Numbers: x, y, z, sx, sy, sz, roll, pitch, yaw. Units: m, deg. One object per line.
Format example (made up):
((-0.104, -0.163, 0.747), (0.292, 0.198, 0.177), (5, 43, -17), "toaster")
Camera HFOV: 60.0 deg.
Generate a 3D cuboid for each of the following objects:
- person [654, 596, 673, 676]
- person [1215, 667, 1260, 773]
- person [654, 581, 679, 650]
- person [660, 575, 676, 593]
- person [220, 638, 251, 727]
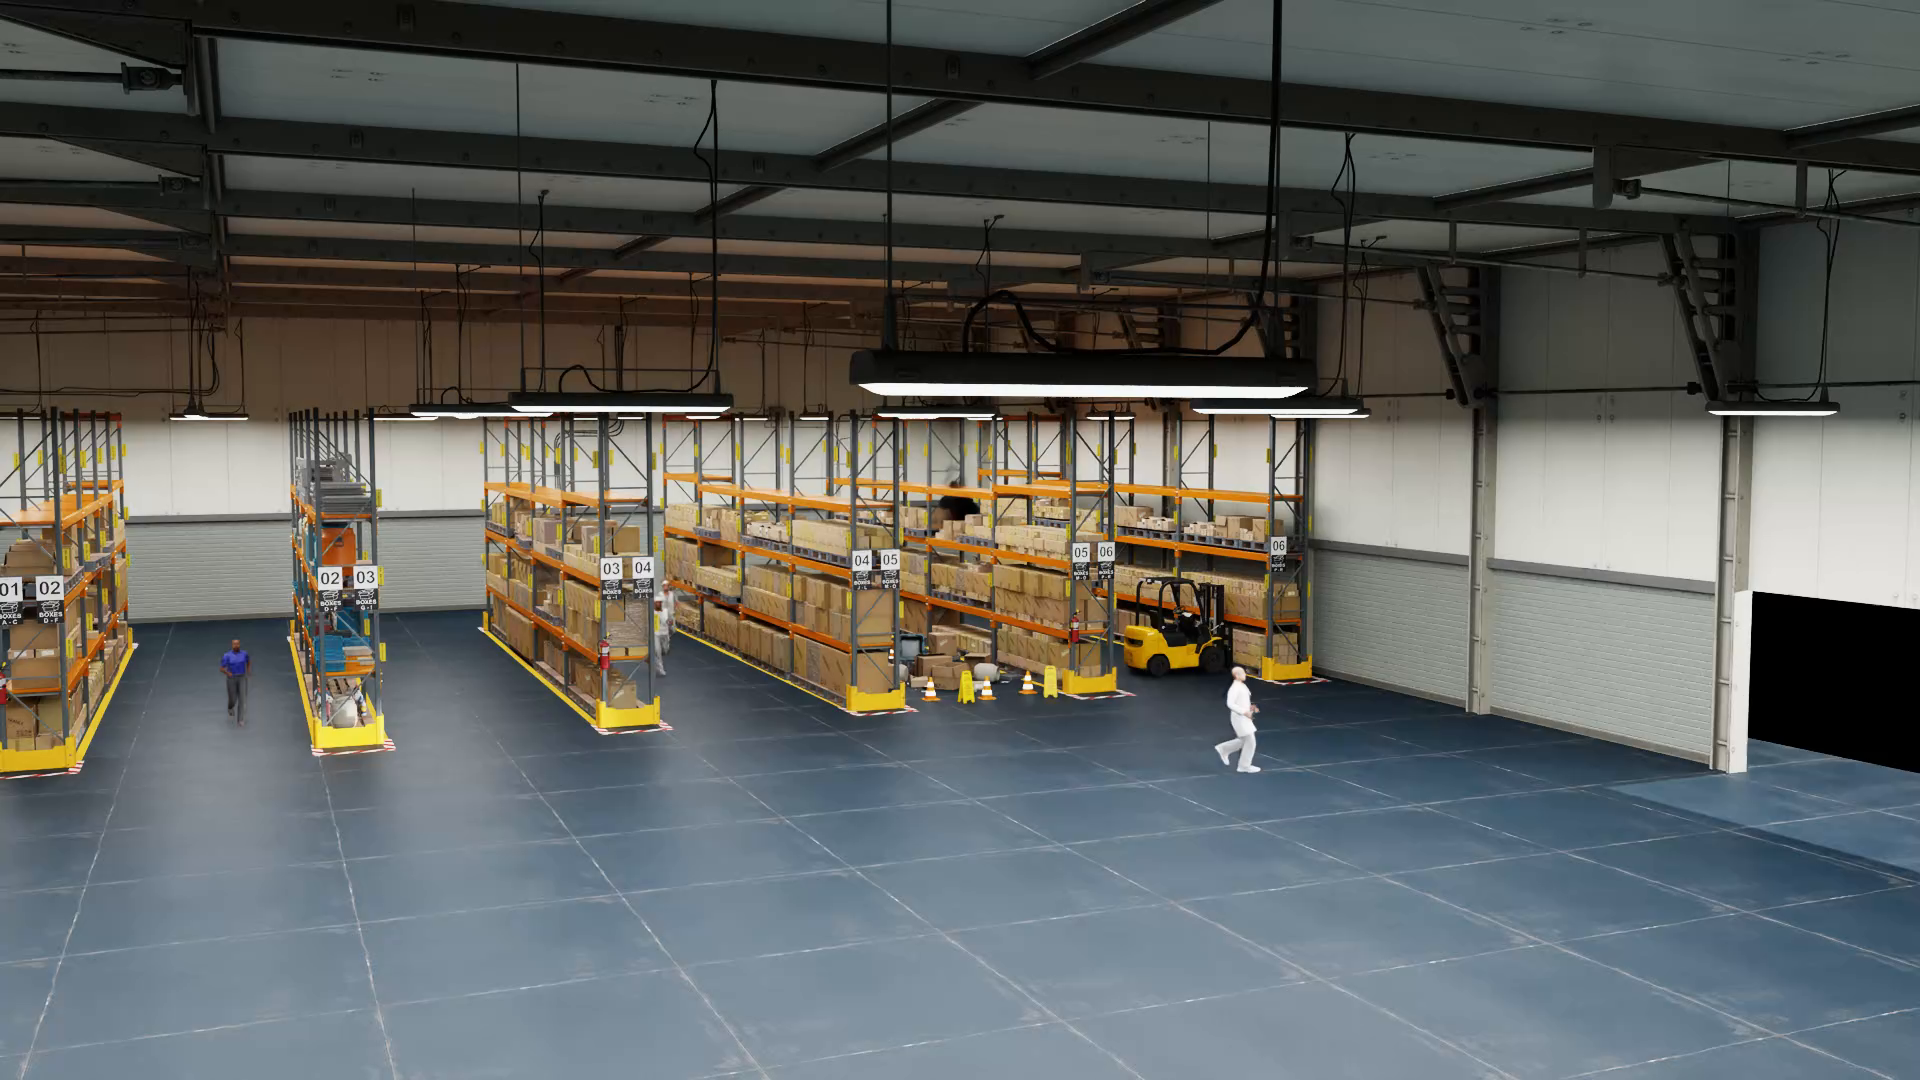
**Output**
((-6.864, 2.166, 37.905), (0.693, 1.763, 0.986), (-2, 5, -29), "person")
((4.561, 2.943, 27.297), (0.753, 1.730, 0.713), (1, 4, 17), "person")
((-7.456, 1.902, 42.163), (0.687, 1.746, 0.739), (-2, 4, -23), "person")
((-8.637, 1.449, 49.094), (0.897, 1.621, 0.649), (-2, 5, -27), "person")
((-13.762, 2.686, 31.645), (0.579, 1.641, 0.851), (-3, 5, -34), "person")
